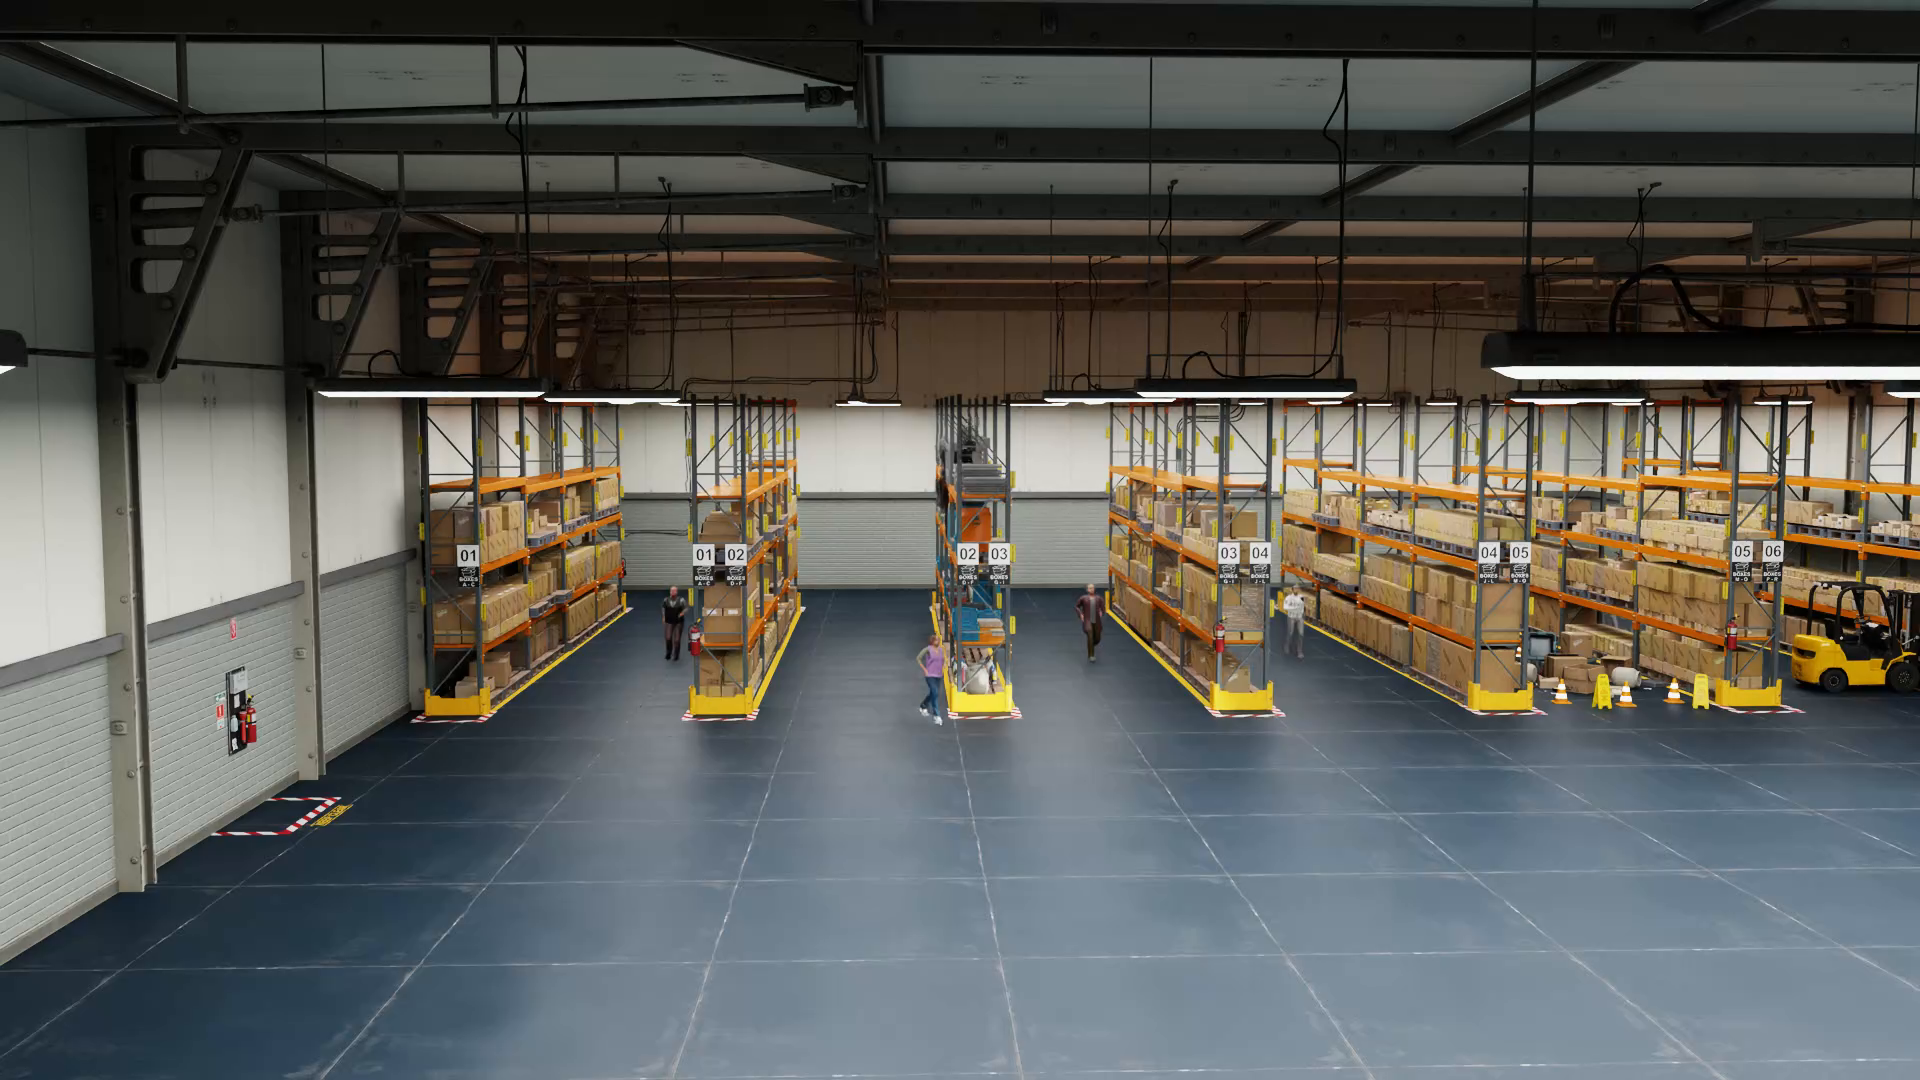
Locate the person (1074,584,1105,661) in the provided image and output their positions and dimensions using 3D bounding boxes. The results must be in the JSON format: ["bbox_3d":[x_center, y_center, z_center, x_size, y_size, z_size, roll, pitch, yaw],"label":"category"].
[{"bbox_3d":[2.979,1.869,37.951,0.715,1.735,0.826,-1,5,-11],"label":"person"}]

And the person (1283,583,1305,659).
[{"bbox_3d":[7.731,1.841,38.477,0.612,1.748,0.805,-1,5,-9],"label":"person"}]

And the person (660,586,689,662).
[{"bbox_3d":[-6.473,1.905,37.686,0.661,1.708,0.677,0,5,-5],"label":"person"}]

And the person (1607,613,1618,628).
[{"bbox_3d":[16.581,1.517,42.762,0.587,1.742,0.896,0,4,-2],"label":"person"}]

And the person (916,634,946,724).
[{"bbox_3d":[-0.497,2.526,30.525,0.543,1.621,0.731,-4,6,-40],"label":"person"}]
